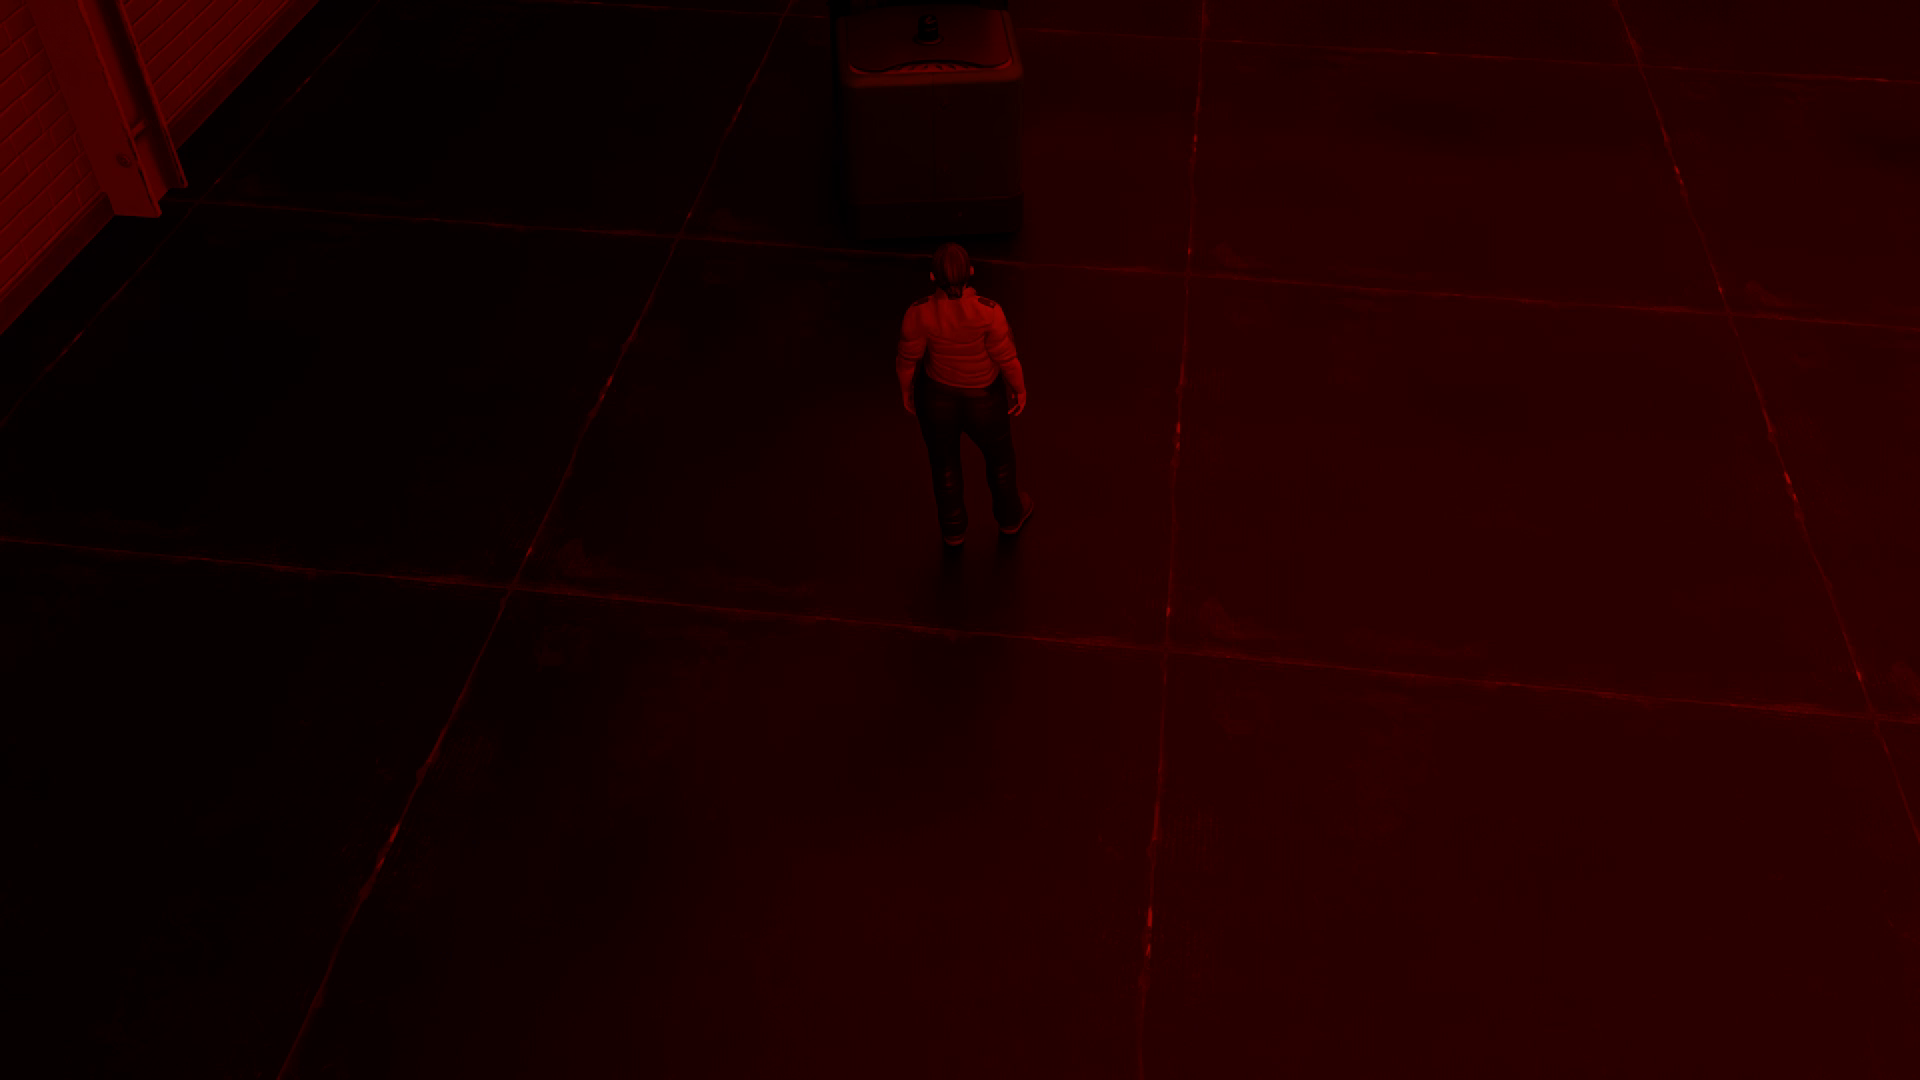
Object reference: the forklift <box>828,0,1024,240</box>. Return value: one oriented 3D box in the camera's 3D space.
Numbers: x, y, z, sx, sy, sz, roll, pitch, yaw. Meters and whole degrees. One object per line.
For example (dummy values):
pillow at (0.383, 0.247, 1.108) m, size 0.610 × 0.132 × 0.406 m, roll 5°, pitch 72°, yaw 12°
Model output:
forklift at (-0.276, -3.822, 9.884) m, size 1.130 × 2.935 × 3.031 m, roll -3°, pitch 43°, yaw -4°

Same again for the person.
person at (0.035, -0.670, 7.392) m, size 0.598 × 1.651 × 0.502 m, roll 5°, pitch 43°, yaw 6°
